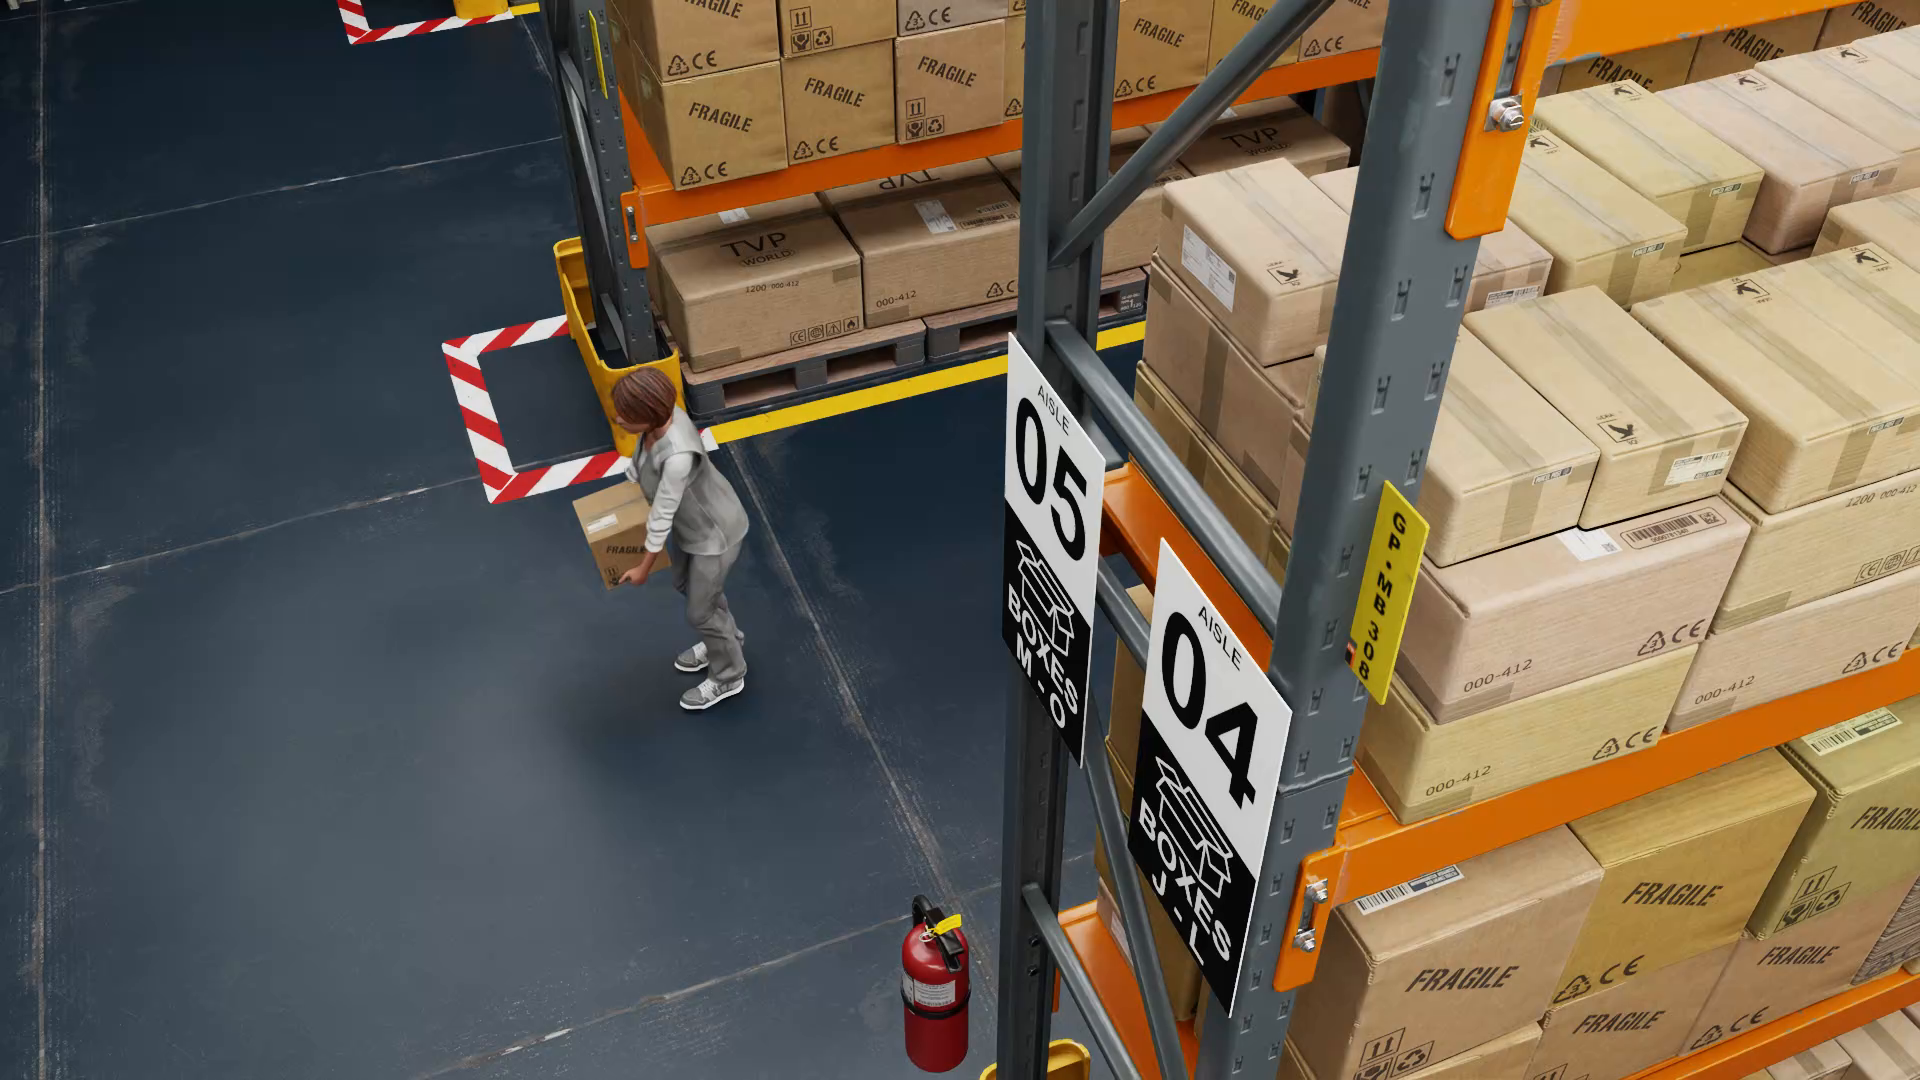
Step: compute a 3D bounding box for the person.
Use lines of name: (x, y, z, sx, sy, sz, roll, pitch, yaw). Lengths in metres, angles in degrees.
person: (-1.048, -0.003, 6.191, 0.527, 1.576, 0.373, -16, 45, -17)
